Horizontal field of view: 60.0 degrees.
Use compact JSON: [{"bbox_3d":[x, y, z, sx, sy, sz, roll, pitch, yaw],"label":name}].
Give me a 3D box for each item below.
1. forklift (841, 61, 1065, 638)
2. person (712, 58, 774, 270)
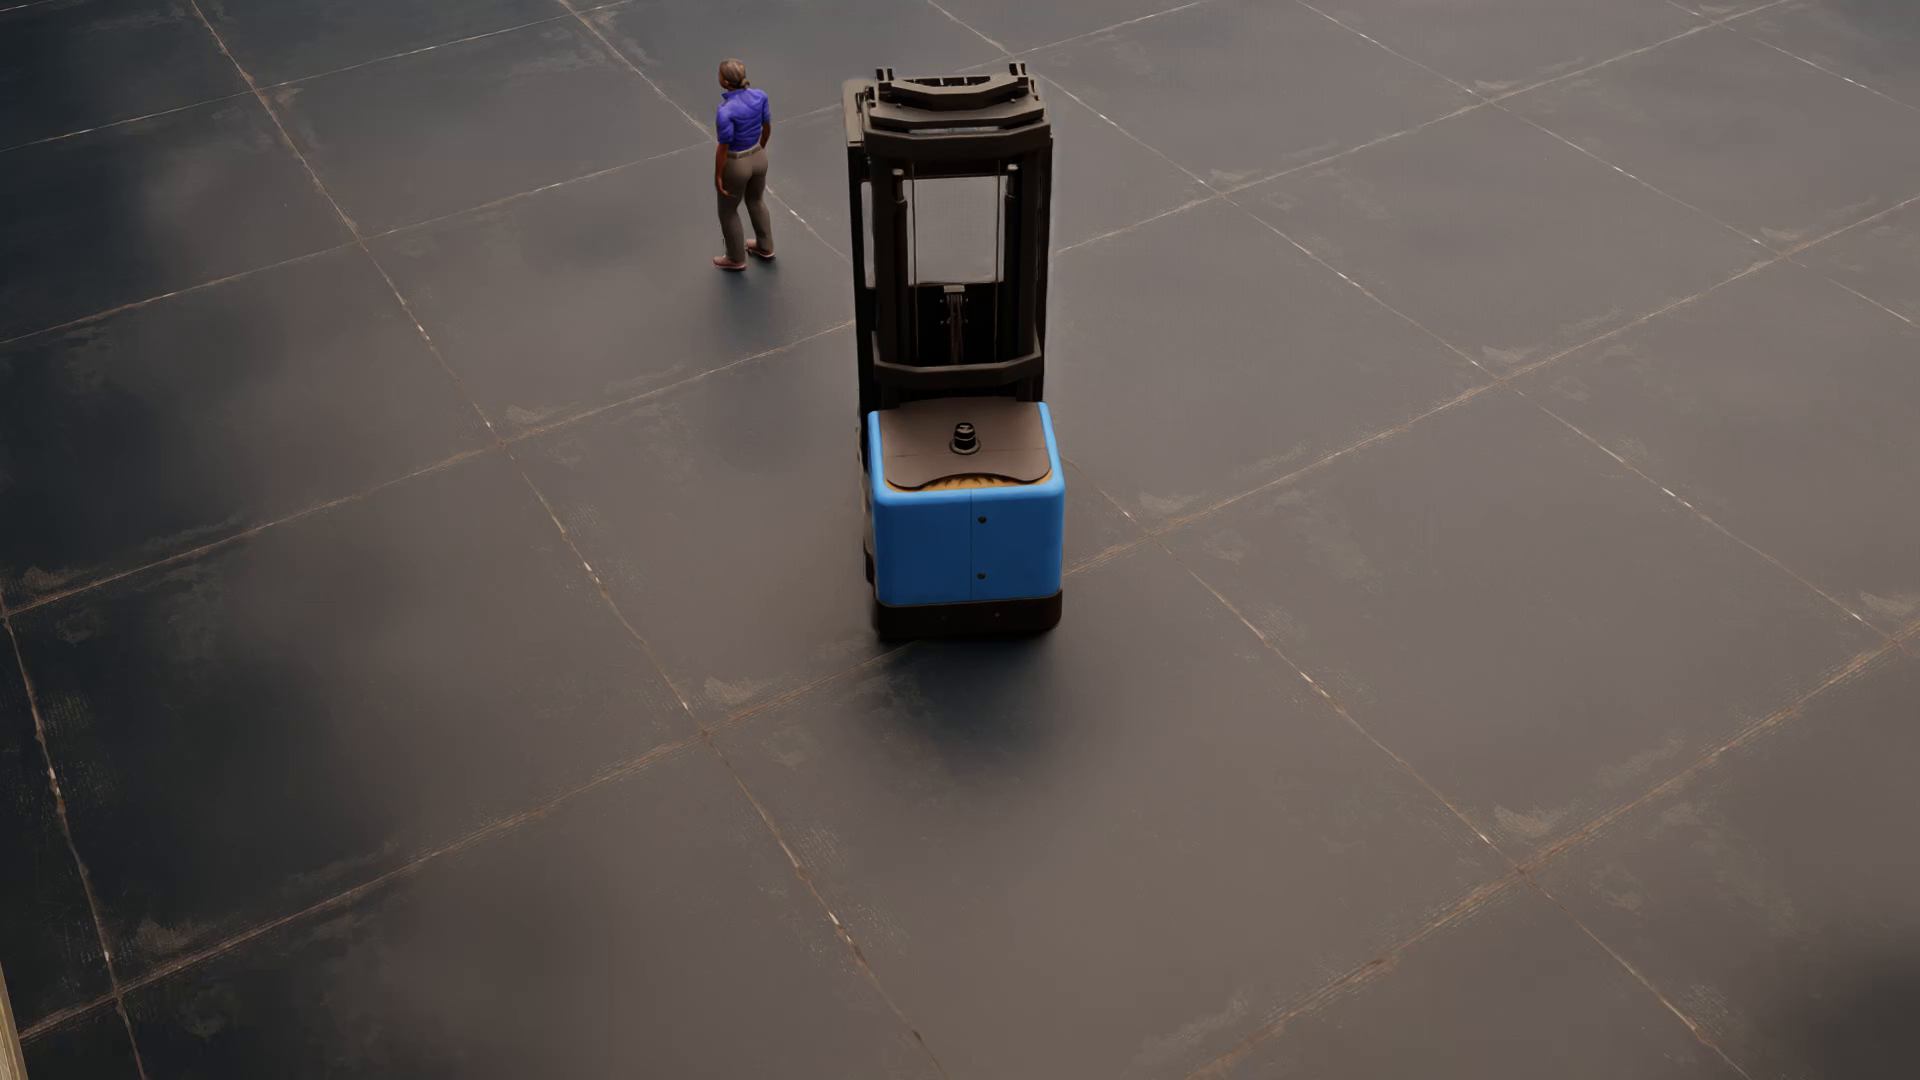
[{"bbox_3d":[-0.078,-1.514,9.604,1.130,2.935,3.031,-3,41,-4],"label":"forklift"},{"bbox_3d":[-1.600,-2.700,11.948,0.429,1.675,0.534,30,50,30],"label":"person"}]
